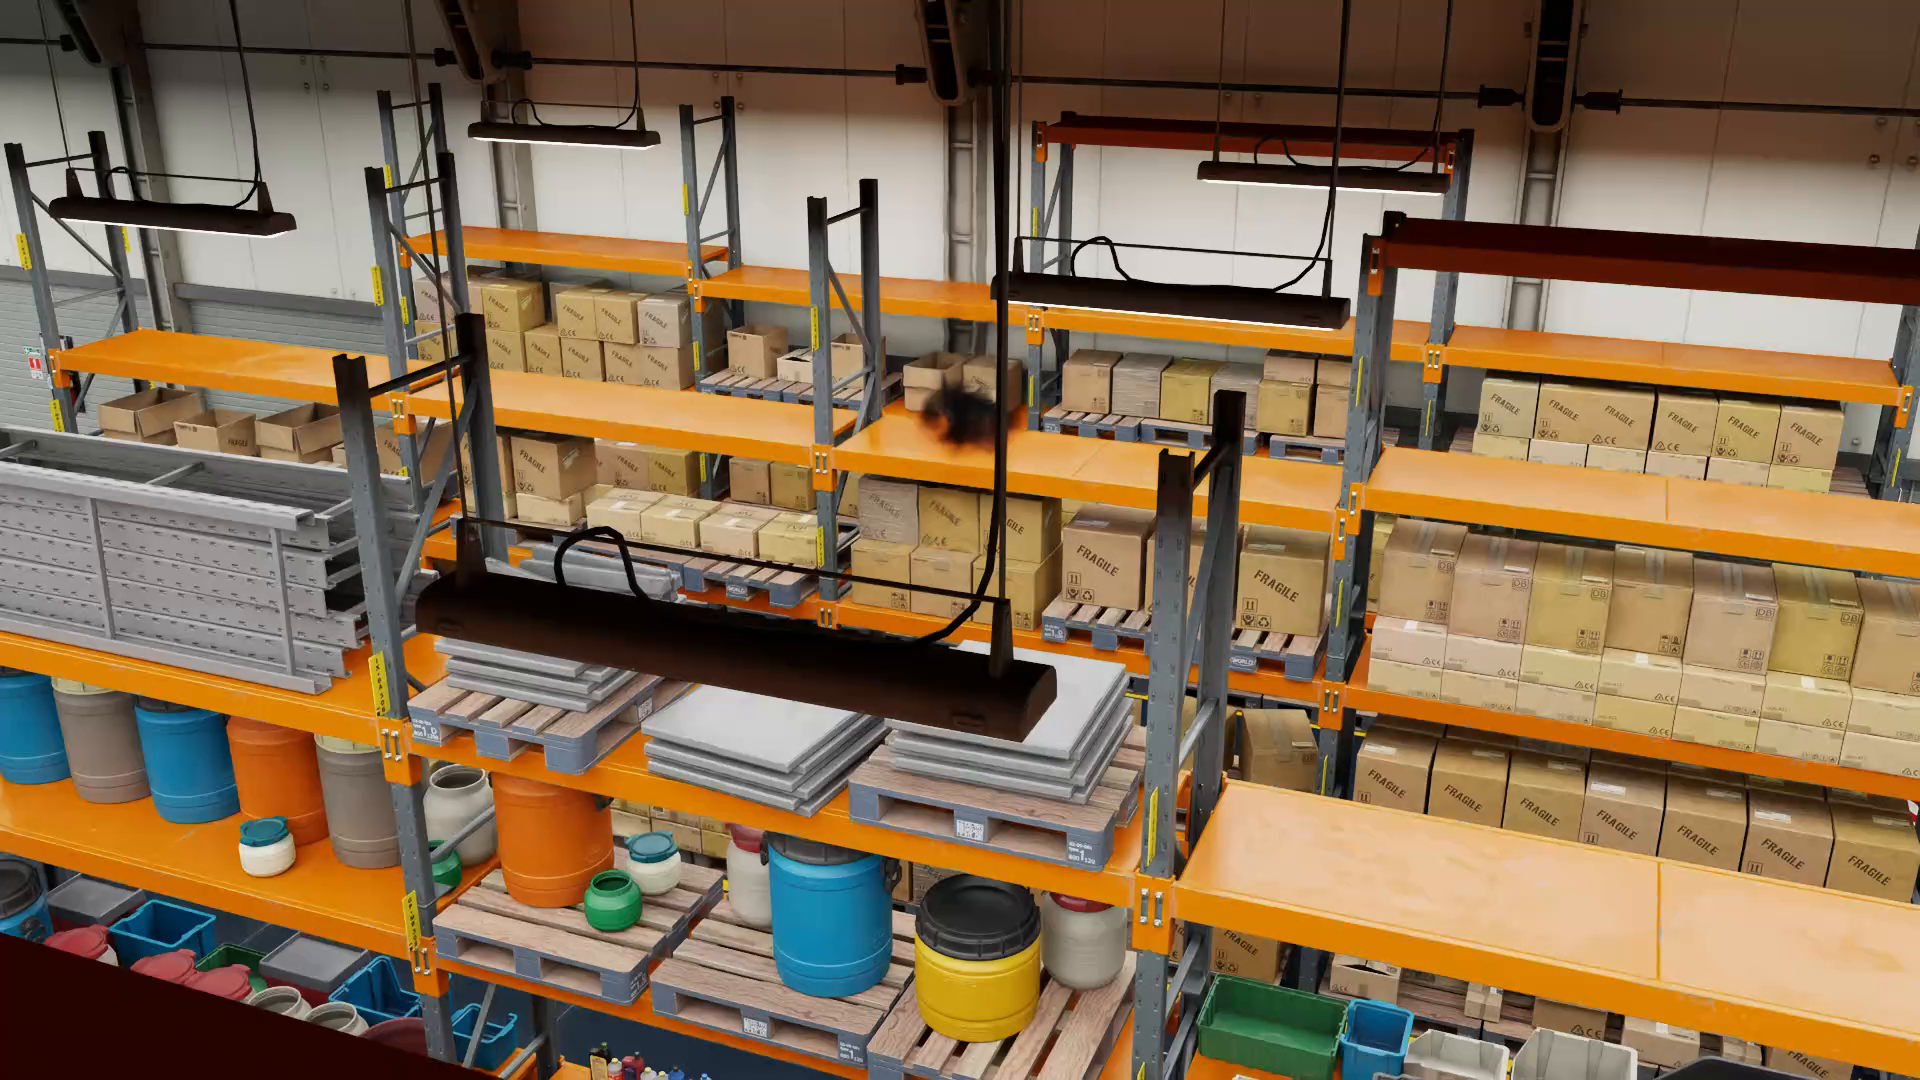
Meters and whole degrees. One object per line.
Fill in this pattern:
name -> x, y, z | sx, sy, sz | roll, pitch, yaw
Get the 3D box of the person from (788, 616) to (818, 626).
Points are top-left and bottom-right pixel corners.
person -> -1.532, 0.824, 17.265 | 0.557, 1.575, 0.614 | 4, 21, 11
